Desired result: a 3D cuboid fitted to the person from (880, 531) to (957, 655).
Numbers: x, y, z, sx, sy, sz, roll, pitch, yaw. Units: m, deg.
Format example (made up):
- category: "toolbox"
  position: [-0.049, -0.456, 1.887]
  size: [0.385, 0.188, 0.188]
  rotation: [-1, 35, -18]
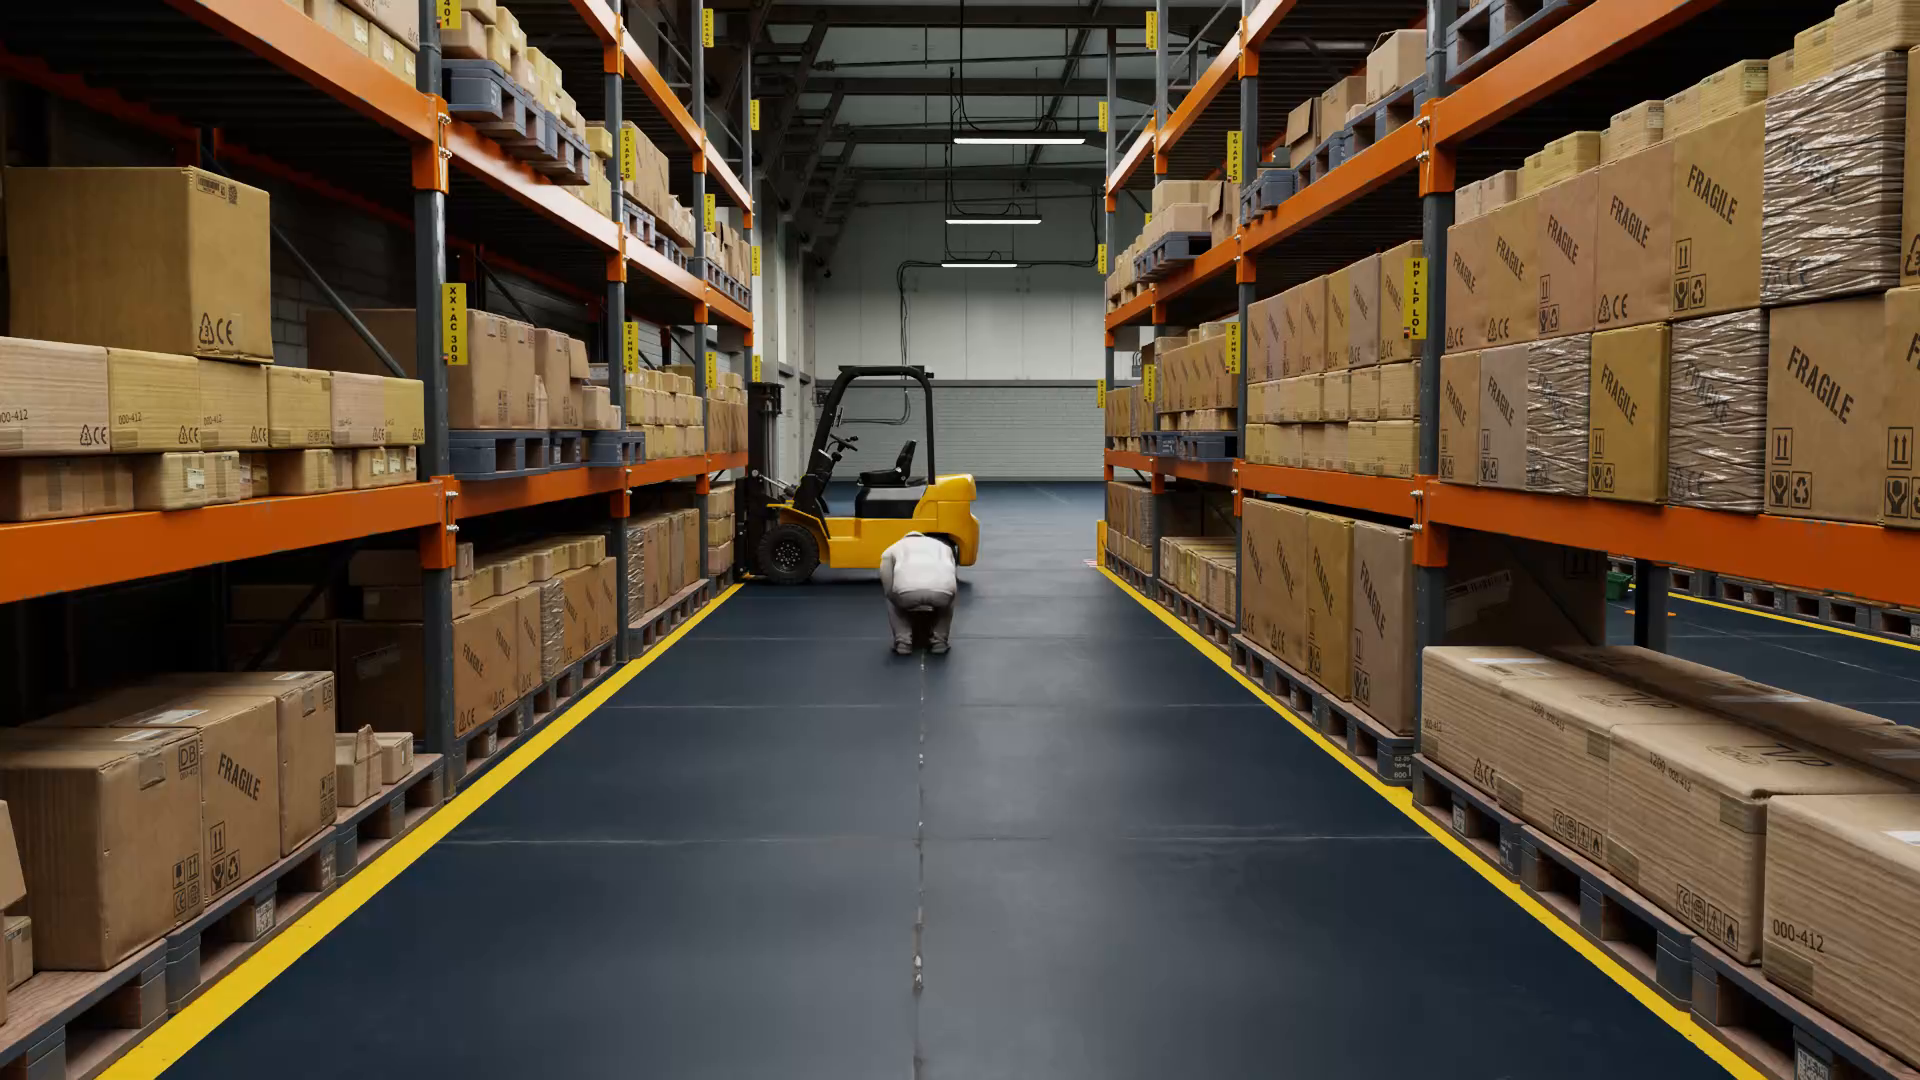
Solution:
- category: "person"
  position: [-0.288, 0.384, 11.504]
  size: [0.531, 0.851, 0.947]
  rotation: [0, 4, -3]
